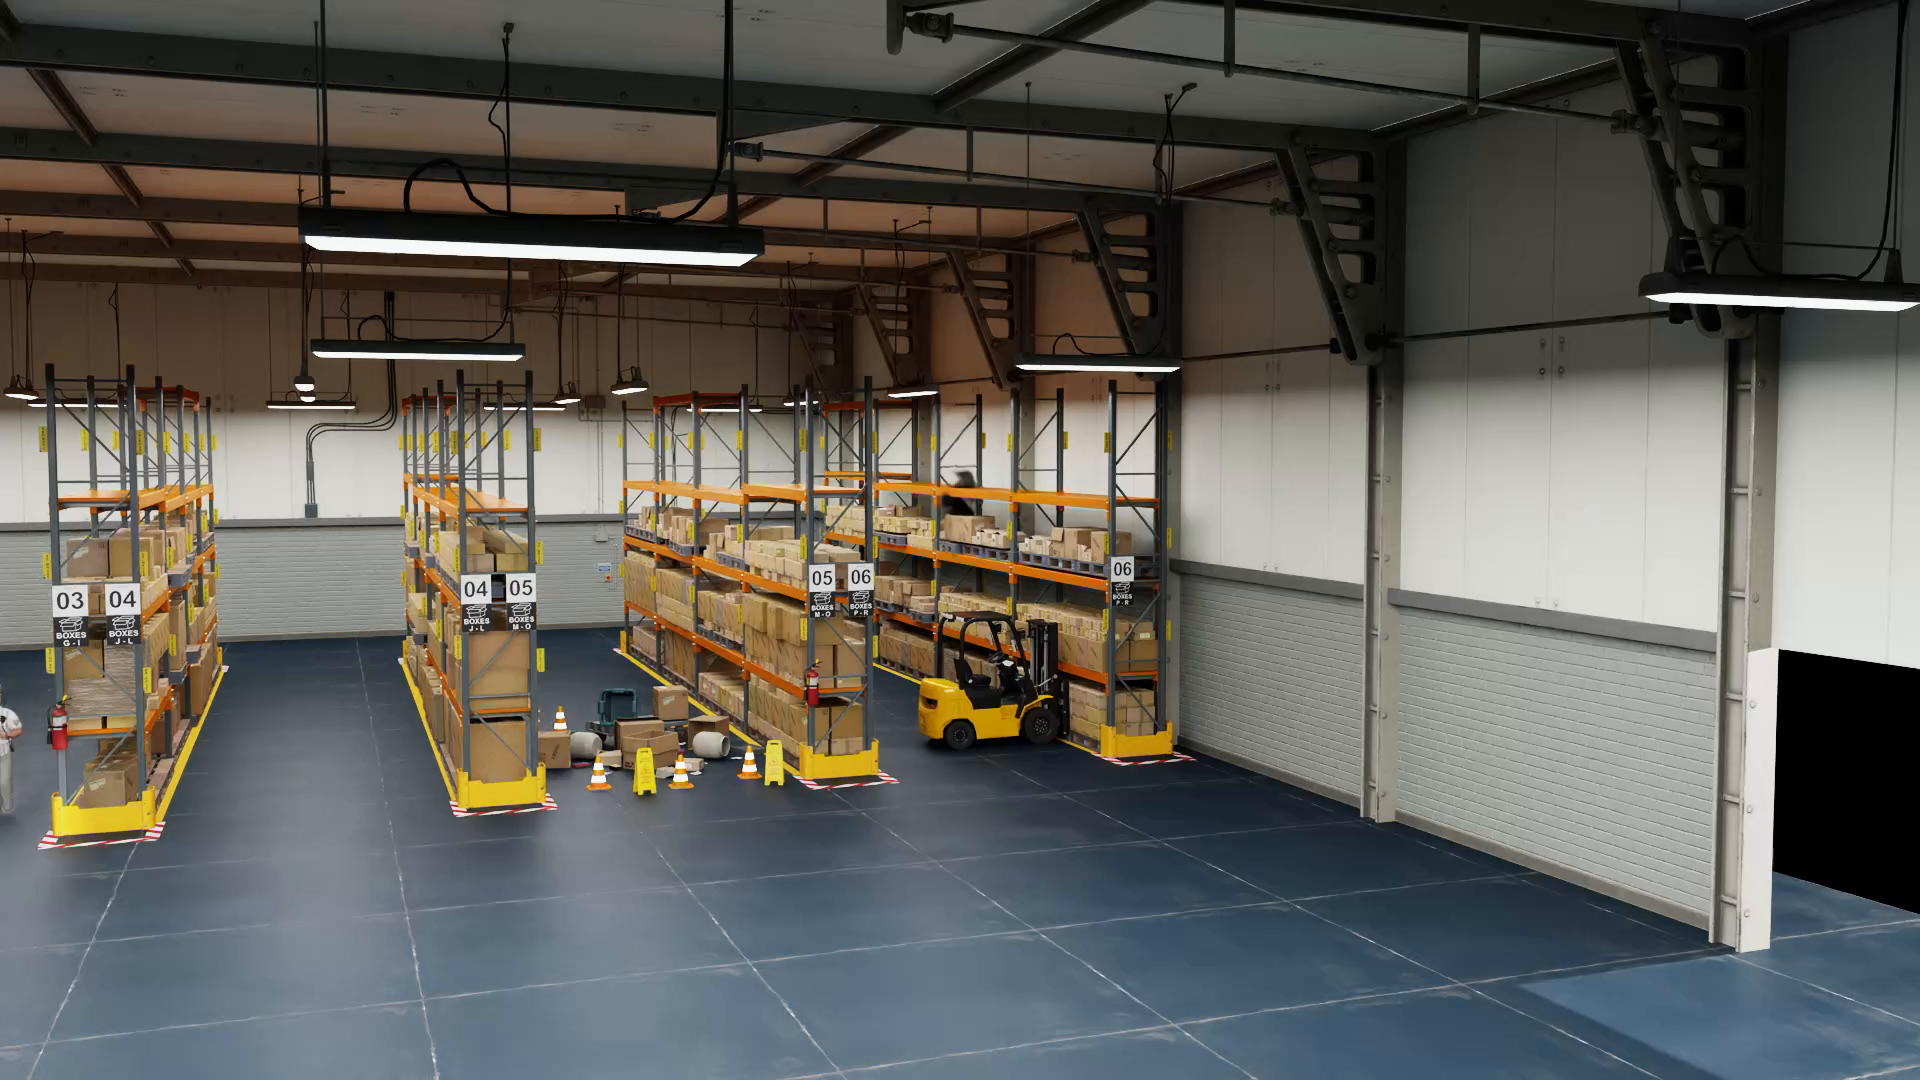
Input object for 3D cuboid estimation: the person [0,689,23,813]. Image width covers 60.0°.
[{"bbox_3d":[-12.717,2.812,21.895,0.671,1.756,0.989,-2,4,-25],"label":"person"}]
